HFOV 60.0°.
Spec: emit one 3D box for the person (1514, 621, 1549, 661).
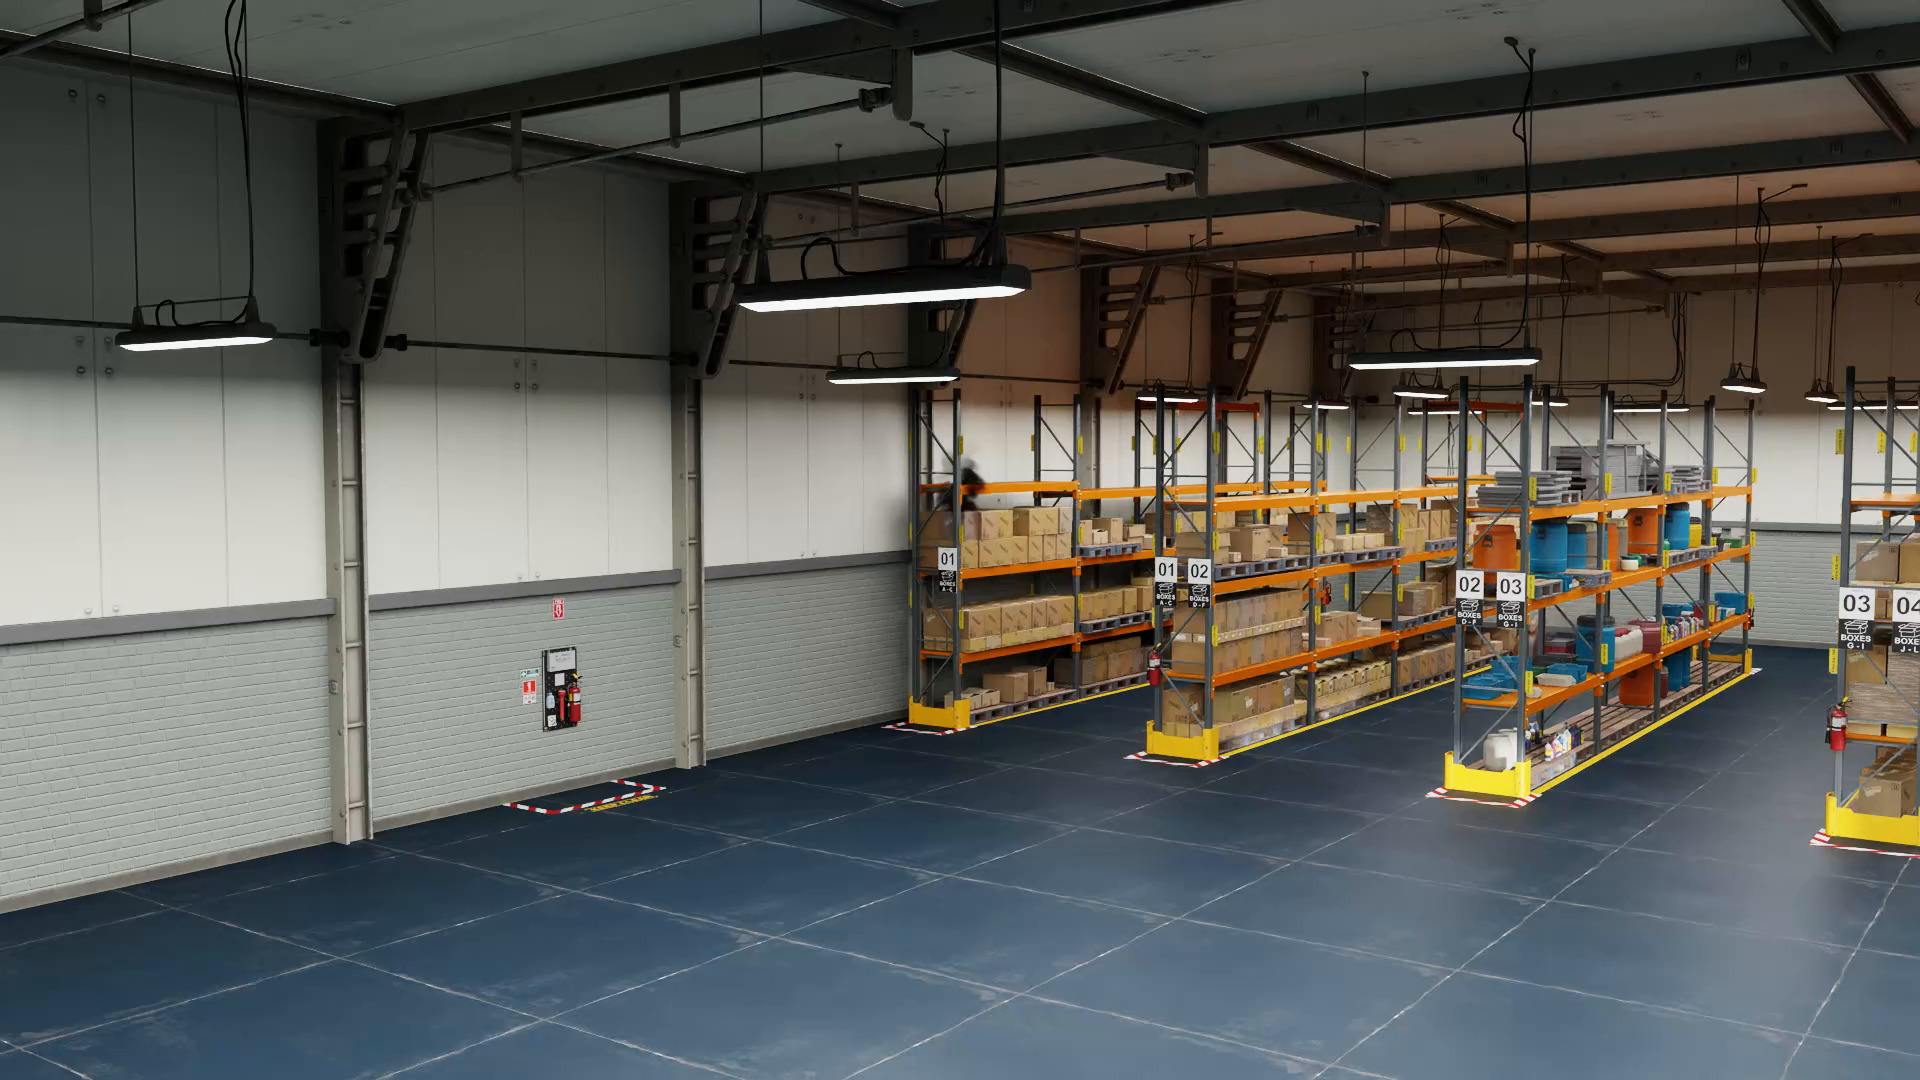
[{"bbox_3d":[10.734,2.371,31.165,0.750,1.729,0.716,2,4,35],"label":"person"}]
